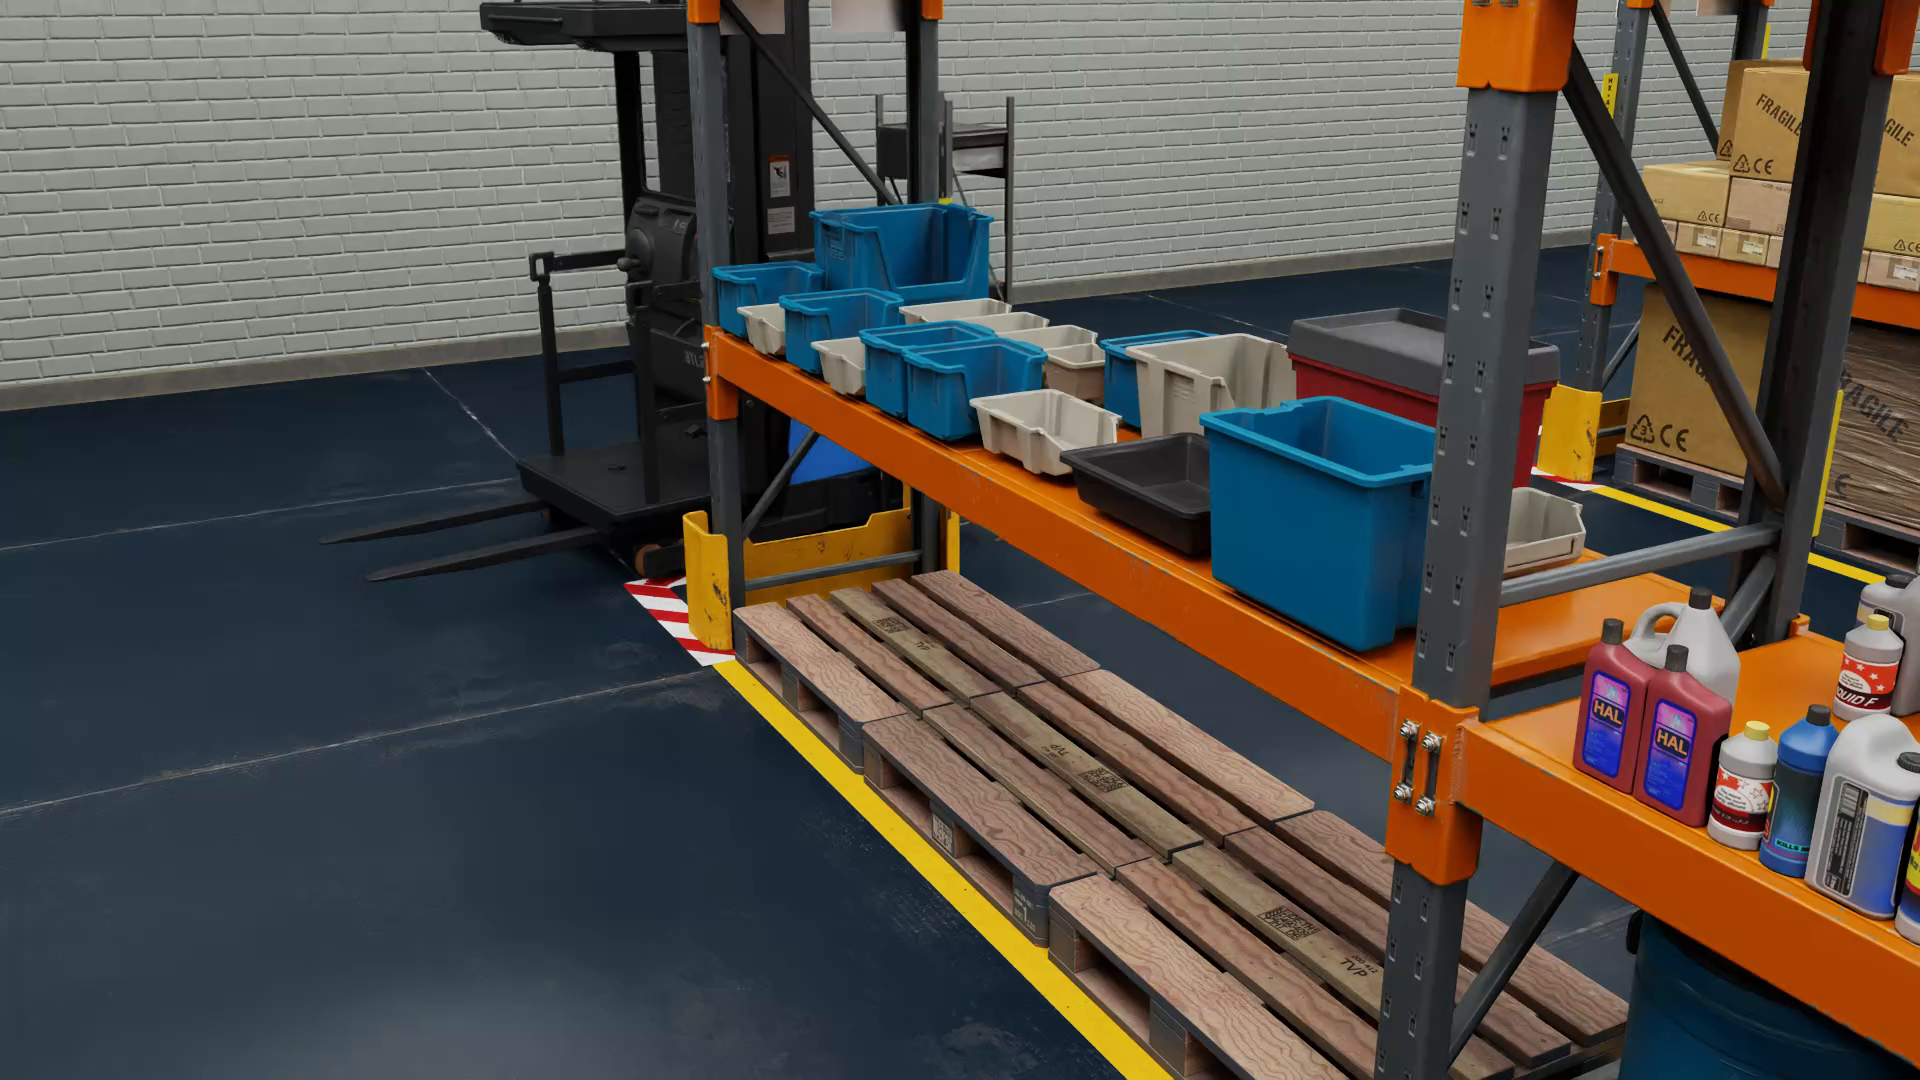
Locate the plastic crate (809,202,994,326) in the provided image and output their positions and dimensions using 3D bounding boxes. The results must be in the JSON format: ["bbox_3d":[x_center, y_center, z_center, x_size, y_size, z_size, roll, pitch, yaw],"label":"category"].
[{"bbox_3d":[-0.229,-1.067,6.480,0.616,0.435,0.499,-10,21,-27],"label":"plastic crate"}]

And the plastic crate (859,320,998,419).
[{"bbox_3d":[-0.100,-0.539,5.259,0.416,0.233,0.300,-10,21,-27],"label":"plastic crate"}]

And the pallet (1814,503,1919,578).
[{"bbox_3d":[4.830,0.029,7.725,1.003,0.211,1.213,-10,21,-27],"label":"pallet"}]

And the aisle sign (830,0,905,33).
[{"bbox_3d":[-0.329,-2.384,6.458,0.394,0.787,0.004,-10,21,-27],"label":"aisle sign"}]

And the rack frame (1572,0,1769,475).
[{"bbox_3d":[3.806,-1.857,8.914,1.000,3.000,0.127,-10,21,-27],"label":"rack frame"}]

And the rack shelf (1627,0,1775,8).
[{"bbox_3d":[4.756,-2.360,6.878,1.077,0.370,4.000,-10,21,-27],"label":"rack shelf"}]

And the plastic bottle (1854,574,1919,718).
[{"bbox_3d":[1.818,0.180,3.200,0.152,0.276,0.135,-10,21,-27],"label":"plastic bottle"}]

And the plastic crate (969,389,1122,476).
[{"bbox_3d":[0.255,-0.298,4.710,0.293,0.136,0.466,-10,21,-27],"label":"plastic crate"}]

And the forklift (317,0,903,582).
[{"bbox_3d":[-1.481,-1.393,7.674,3.031,2.935,1.130,-14,24,-36],"label":"forklift"}]

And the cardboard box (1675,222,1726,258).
[{"bbox_3d":[3.807,-1.512,8.298,0.380,0.149,0.250,-10,22,-27],"label":"cardboard box"}]

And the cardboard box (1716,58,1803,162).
[{"bbox_3d":[4.269,-2.182,8.480,0.500,0.500,0.500,-10,21,-26],"label":"cardboard box"}]

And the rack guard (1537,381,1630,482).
[{"bbox_3d":[3.795,-0.682,9.341,1.175,0.500,0.348,-10,21,-27],"label":"rack guard"}]

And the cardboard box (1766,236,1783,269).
[{"bbox_3d":[4.054,-1.363,7.869,0.380,0.149,0.250,-10,22,-27],"label":"cardboard box"}]

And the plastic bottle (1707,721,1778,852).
[{"bbox_3d":[1.280,0.393,2.700,0.097,0.201,0.097,0,19,0],"label":"plastic bottle"}]

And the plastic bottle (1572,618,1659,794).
[{"bbox_3d":[1.145,0.285,2.885,0.061,0.283,0.133,-10,21,-27],"label":"plastic bottle"}]

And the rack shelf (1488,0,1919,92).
[{"bbox_3d":[2.296,-0.445,1.327,1.077,0.370,4.000,-10,21,-27],"label":"rack shelf"}]

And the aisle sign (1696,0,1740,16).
[{"bbox_3d":[4.036,-3.153,8.684,0.394,0.787,0.004,-10,21,-27],"label":"aisle sign"}]

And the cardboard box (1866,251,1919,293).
[{"bbox_3d":[4.297,-1.216,7.443,0.380,0.149,0.250,-10,22,-27],"label":"cardboard box"}]

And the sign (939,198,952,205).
[{"bbox_3d":[-0.076,-1.257,6.924,0.100,0.325,0.005,-10,21,-27],"label":"sign"}]

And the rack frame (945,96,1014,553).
[{"bbox_3d":[0.088,-0.959,7.690,0.400,2.100,0.015,-16,25,-38],"label":"rack frame"}]

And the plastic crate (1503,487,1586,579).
[{"bbox_3d":[1.251,-0.001,3.847,0.396,0.136,0.243,-10,21,-27],"label":"plastic crate"}]

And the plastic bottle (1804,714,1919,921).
[{"bbox_3d":[1.405,0.414,2.522,0.152,0.276,0.135,-10,21,-27],"label":"plastic bottle"}]

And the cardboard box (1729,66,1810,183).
[{"bbox_3d":[4.034,-1.958,7.831,0.500,0.500,0.500,-11,22,-28],"label":"cardboard box"}]

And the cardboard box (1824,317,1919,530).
[{"bbox_3d":[4.613,-0.618,7.938,0.875,0.875,0.875,-10,21,-27],"label":"cardboard box"}]

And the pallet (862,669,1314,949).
[{"bbox_3d":[0.380,0.821,5.428,1.003,0.211,1.213,-10,21,-27],"label":"pallet"}]

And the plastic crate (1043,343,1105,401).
[{"bbox_3d":[0.429,-0.543,5.420,0.298,0.136,0.250,-10,21,-27],"label":"plastic crate"}]

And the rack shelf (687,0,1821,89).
[{"bbox_3d":[0.397,-1.593,4.655,1.077,0.370,4.000,-10,21,-27],"label":"rack shelf"}]

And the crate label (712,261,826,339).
[{"bbox_3d":[-0.725,-0.917,6.355,0.416,0.233,0.303,-10,21,-27],"label":"crate label"}]

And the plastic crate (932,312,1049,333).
[{"bbox_3d":[0.119,-0.702,5.879,0.396,0.136,0.243,-10,21,-27],"label":"plastic crate"}]

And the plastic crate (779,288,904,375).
[{"bbox_3d":[-0.413,-0.728,5.807,0.416,0.233,0.300,-10,21,-27],"label":"plastic crate"}]

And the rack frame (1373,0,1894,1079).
[{"bbox_3d":[1.350,0.058,3.364,0.949,2.616,0.053,-10,21,-27],"label":"rack frame"}]

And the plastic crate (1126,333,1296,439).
[{"bbox_3d":[0.784,-0.381,4.725,0.437,0.282,0.530,-10,21,-27],"label":"plastic crate"}]

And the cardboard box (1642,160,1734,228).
[{"bbox_3d":[3.796,-1.747,8.369,0.500,0.250,0.500,-11,22,-28],"label":"cardboard box"}]

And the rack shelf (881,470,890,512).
[{"bbox_3d":[-0.071,-0.344,8.098,0.431,0.518,0.480,-16,25,-38],"label":"rack shelf"}]

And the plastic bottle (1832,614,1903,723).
[{"bbox_3d":[1.717,0.240,3.141,0.097,0.201,0.097,0,19,0],"label":"plastic bottle"}]

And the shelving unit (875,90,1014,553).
[{"bbox_3d":[-0.071,-1.019,7.865,0.431,2.100,0.503,-16,25,-38],"label":"shelving unit"}]

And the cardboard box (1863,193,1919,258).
[{"bbox_3d":[4.285,-1.454,7.520,0.500,0.250,0.500,-11,22,-28],"label":"cardboard box"}]

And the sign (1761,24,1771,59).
[{"bbox_3d":[4.290,-2.596,8.918,0.100,0.325,0.005,-10,21,-27],"label":"sign"}]
